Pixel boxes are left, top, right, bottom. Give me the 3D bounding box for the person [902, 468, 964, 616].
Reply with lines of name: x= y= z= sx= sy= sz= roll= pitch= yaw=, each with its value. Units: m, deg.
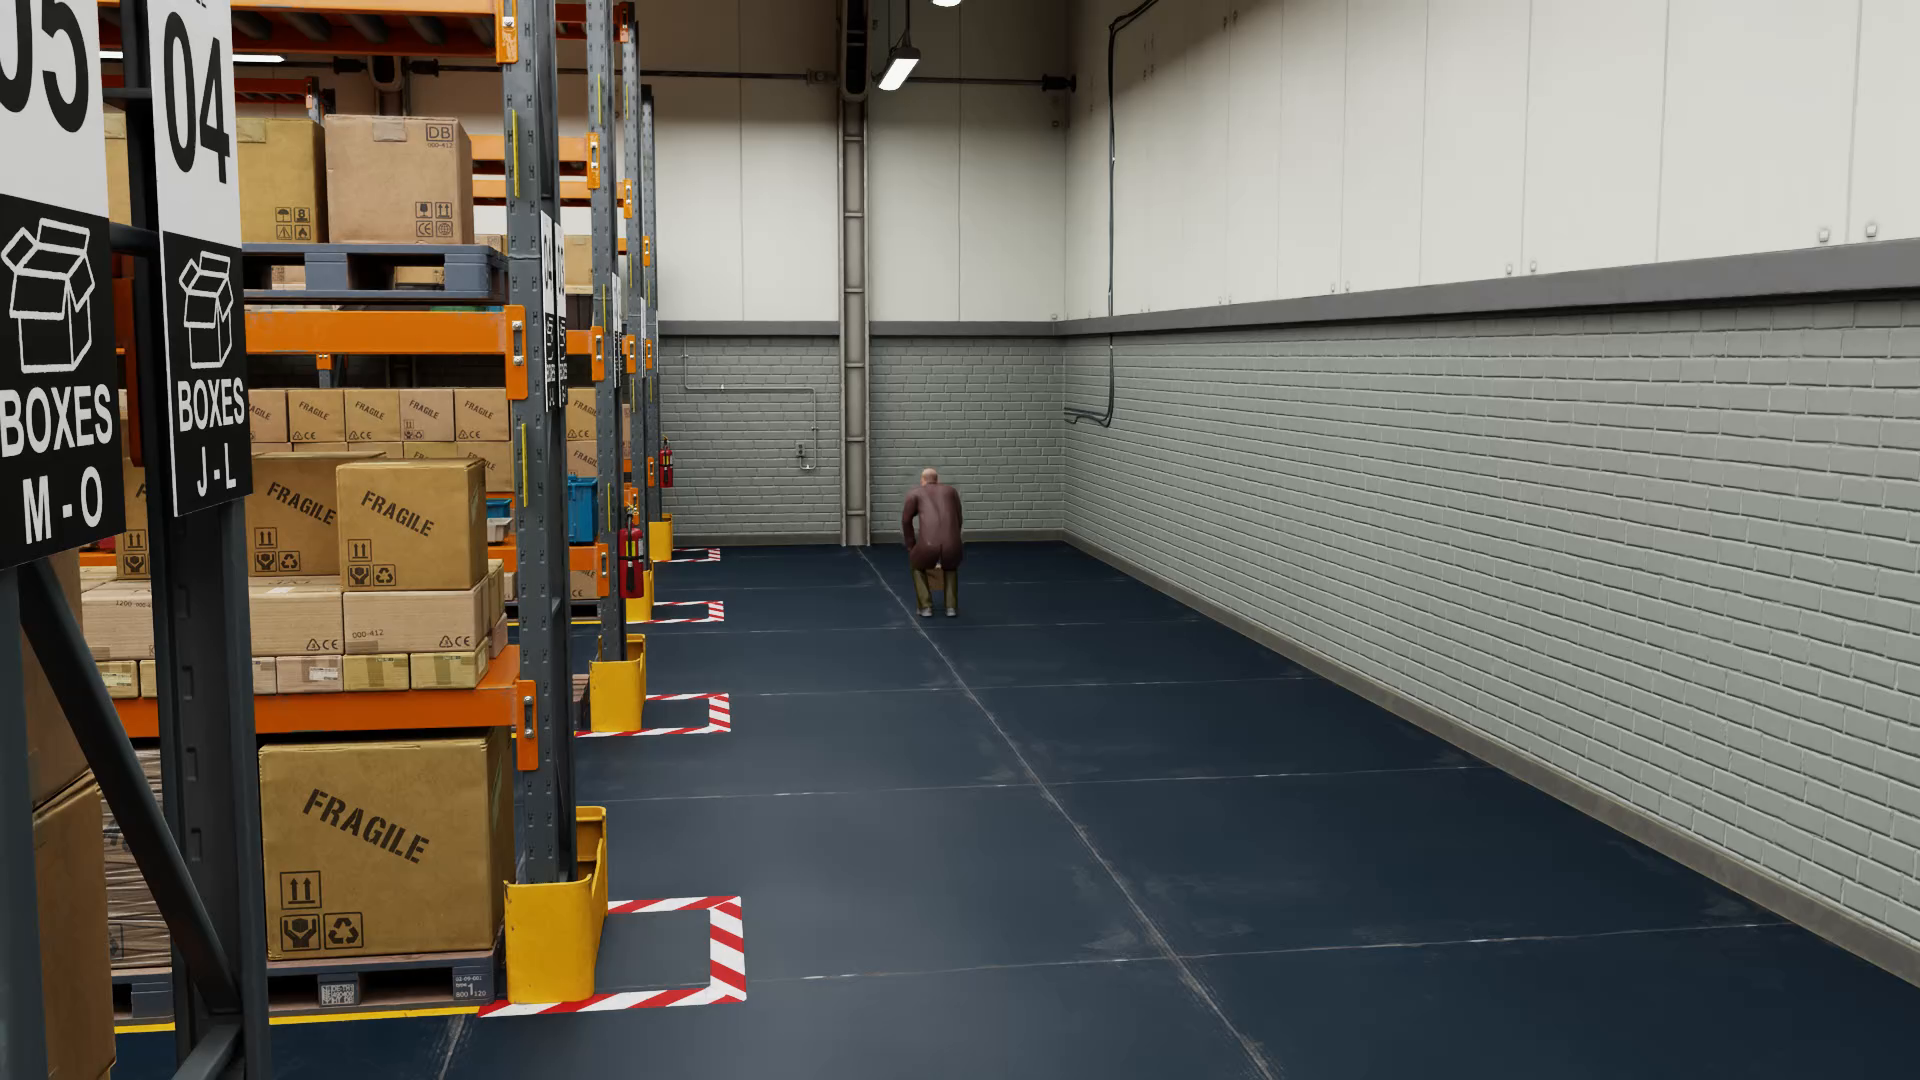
person: x=-0.270 y=0.026 z=16.897 sx=0.630 sy=1.483 sz=0.680 roll=-1 pitch=6 yaw=-8
